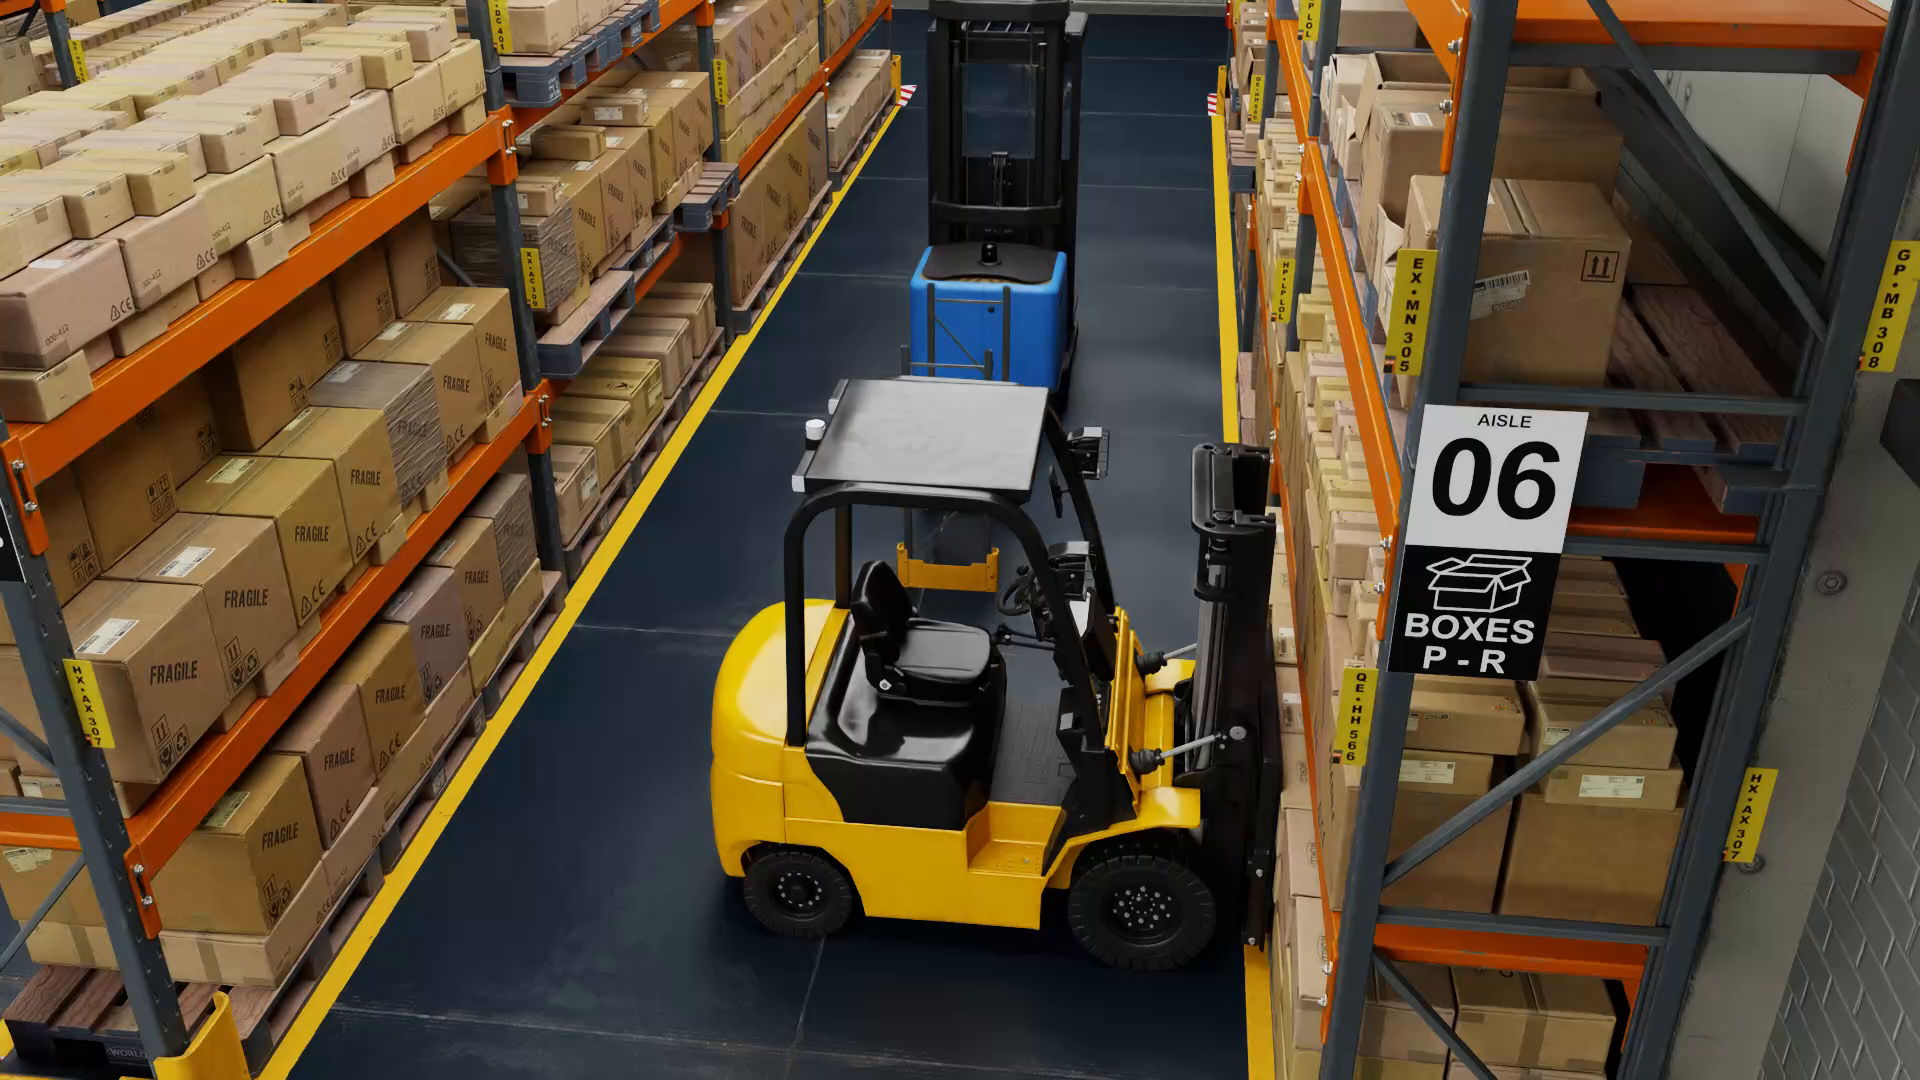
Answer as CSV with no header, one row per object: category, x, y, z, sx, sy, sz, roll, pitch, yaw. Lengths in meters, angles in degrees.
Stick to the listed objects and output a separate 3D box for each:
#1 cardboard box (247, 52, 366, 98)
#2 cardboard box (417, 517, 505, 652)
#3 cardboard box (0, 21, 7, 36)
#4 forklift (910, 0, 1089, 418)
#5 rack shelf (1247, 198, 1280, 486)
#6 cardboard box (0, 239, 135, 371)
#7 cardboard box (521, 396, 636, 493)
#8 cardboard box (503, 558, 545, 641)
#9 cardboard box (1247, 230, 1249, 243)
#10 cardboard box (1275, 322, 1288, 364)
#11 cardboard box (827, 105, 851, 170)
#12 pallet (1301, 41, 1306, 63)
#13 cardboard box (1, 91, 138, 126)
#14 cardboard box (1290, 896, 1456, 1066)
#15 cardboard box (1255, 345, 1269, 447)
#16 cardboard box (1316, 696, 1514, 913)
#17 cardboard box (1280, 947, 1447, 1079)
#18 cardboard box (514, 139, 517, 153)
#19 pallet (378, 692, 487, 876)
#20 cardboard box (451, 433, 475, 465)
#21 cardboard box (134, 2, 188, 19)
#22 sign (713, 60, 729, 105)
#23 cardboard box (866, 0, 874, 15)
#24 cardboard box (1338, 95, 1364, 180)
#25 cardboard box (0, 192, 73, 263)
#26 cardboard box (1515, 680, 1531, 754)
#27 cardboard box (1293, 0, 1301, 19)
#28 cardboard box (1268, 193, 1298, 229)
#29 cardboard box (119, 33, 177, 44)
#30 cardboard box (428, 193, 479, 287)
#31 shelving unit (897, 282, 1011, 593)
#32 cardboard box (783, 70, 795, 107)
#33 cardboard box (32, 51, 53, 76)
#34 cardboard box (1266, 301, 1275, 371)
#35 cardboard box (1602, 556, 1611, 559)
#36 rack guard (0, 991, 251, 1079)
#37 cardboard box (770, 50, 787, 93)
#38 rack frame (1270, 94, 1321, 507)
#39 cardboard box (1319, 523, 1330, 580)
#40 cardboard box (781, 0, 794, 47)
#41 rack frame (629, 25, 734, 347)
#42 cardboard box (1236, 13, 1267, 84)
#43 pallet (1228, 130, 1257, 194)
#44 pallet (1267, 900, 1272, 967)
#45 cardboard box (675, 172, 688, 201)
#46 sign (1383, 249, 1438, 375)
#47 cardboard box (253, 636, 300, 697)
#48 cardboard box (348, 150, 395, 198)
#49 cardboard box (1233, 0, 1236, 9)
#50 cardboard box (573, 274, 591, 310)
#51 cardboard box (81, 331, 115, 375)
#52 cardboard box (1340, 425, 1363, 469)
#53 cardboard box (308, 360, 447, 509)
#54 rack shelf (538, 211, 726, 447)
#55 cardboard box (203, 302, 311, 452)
cardboard box,-2.717,-1.925,6.923,0.380,0.149,0.250,3,28,5
cardboard box,-2.650,0.212,8.360,0.500,0.500,0.500,4,29,7
cardboard box,-11.367,-5.338,18.794,0.875,0.875,0.875,3,28,6
forklift,0.343,-2.759,12.280,1.130,2.935,3.031,3,29,6
rack shelf,2.389,-1.356,10.362,1.077,0.370,4.000,3,28,6
cardboard box,-2.947,-0.741,5.145,0.500,0.250,0.500,3,28,5
cardboard box,-2.636,-0.631,10.587,0.950,0.372,0.625,5,29,9
cardboard box,-2.589,0.302,8.983,0.500,0.250,0.500,5,29,9
cardboard box,2.446,-2.361,12.979,0.380,0.149,0.250,2,28,4
cardboard box,1.950,-1.131,8.818,0.500,0.250,0.500,3,28,5
cardboard box,-1.619,-4.129,17.011,0.875,0.438,0.875,3,28,5
pallet,2.505,-3.000,9.692,1.003,0.211,1.213,5,29,9
cardboard box,-3.370,-1.596,6.311,0.380,0.149,0.250,4,29,7
cardboard box,1.401,1.503,5.700,0.500,0.250,0.500,4,29,8
cardboard box,2.389,-0.835,10.699,0.875,0.625,0.625,2,28,4
cardboard box,1.453,0.861,5.384,0.500,0.500,0.500,3,28,5
cardboard box,1.403,1.710,5.842,0.500,0.250,0.500,3,28,6
cardboard box,-2.869,-2.349,9.902,0.380,0.149,0.250,2,28,4
pallet,-2.977,1.104,7.978,1.003,0.211,1.213,3,28,6
cardboard box,-2.653,-0.502,8.284,0.380,0.149,0.250,3,29,6
cardboard box,-7.328,-4.831,15.250,0.380,0.149,0.250,3,28,6
sign,-1.753,-3.348,12.165,0.100,0.325,0.005,3,28,6
cardboard box,-1.239,-5.990,18.100,0.500,0.500,0.500,4,29,8
cardboard box,1.661,-1.540,6.377,0.396,0.266,0.258,3,28,5
cardboard box,-3.012,-0.971,5.151,0.380,0.149,0.250,3,28,6
cardboard box,1.920,0.558,5.262,0.380,0.149,0.250,3,28,6
cardboard box,2.085,-2.957,8.960,0.500,0.311,0.500,2,28,4
cardboard box,2.048,-1.967,9.948,0.380,0.149,0.250,3,28,5
cardboard box,-6.840,-4.177,14.035,0.380,0.149,0.250,5,29,9
cardboard box,-2.954,-1.608,9.211,0.500,0.500,0.500,3,28,5
shelving unit,-0.009,-0.624,9.828,0.587,1.500,1.083,3,28,6
cardboard box,-1.752,-4.015,14.699,0.500,0.250,0.500,3,28,5
cardboard box,-7.580,-3.852,13.432,0.380,0.149,0.250,3,28,6
cardboard box,2.002,-1.154,9.388,0.500,0.250,0.500,3,28,6
cardboard box,2.173,-0.059,6.095,0.380,0.149,0.250,3,28,5
rack guard,-3.264,1.930,6.140,1.175,0.500,0.348,3,28,6
cardboard box,-1.773,-3.994,14.131,0.500,0.250,0.500,4,29,7
rack frame,2.144,-0.731,8.444,1.000,3.000,0.127,3,28,6
cardboard box,1.551,0.038,6.228,0.380,0.149,0.250,4,29,7
cardboard box,-1.746,-4.561,14.394,0.500,0.500,0.500,4,29,8
rack frame,-2.293,-2.900,12.471,1.000,3.000,0.127,3,28,6
cardboard box,2.779,-4.267,14.459,0.700,0.500,0.500,4,29,7
pallet,2.647,-2.852,12.584,1.213,0.211,1.003,3,28,6
pallet,1.858,1.445,7.346,1.003,0.211,1.213,3,28,6
cardboard box,-2.086,-2.437,11.433,0.380,0.149,0.250,2,28,4
sign,1.117,-0.562,4.117,0.100,0.325,0.005,3,28,6
cardboard box,-2.819,0.471,6.477,0.380,0.149,0.250,4,29,7
cardboard box,-2.659,-1.578,7.118,0.380,0.149,0.250,4,29,8
cardboard box,3.171,-5.770,17.643,0.500,0.250,0.500,3,28,5
cardboard box,-2.362,-1.451,9.602,0.380,0.149,0.250,4,29,7
cardboard box,-2.967,-0.611,5.323,0.380,0.149,0.250,2,28,5
cardboard box,1.718,-0.329,6.595,0.380,0.149,0.250,3,29,6
cardboard box,-2.706,-0.482,7.562,0.500,0.500,0.500,4,29,8
rack shelf,-2.538,-1.642,10.894,1.077,0.370,4.000,3,28,6
cardboard box,-3.198,-0.714,6.939,0.700,0.500,0.500,3,28,6
